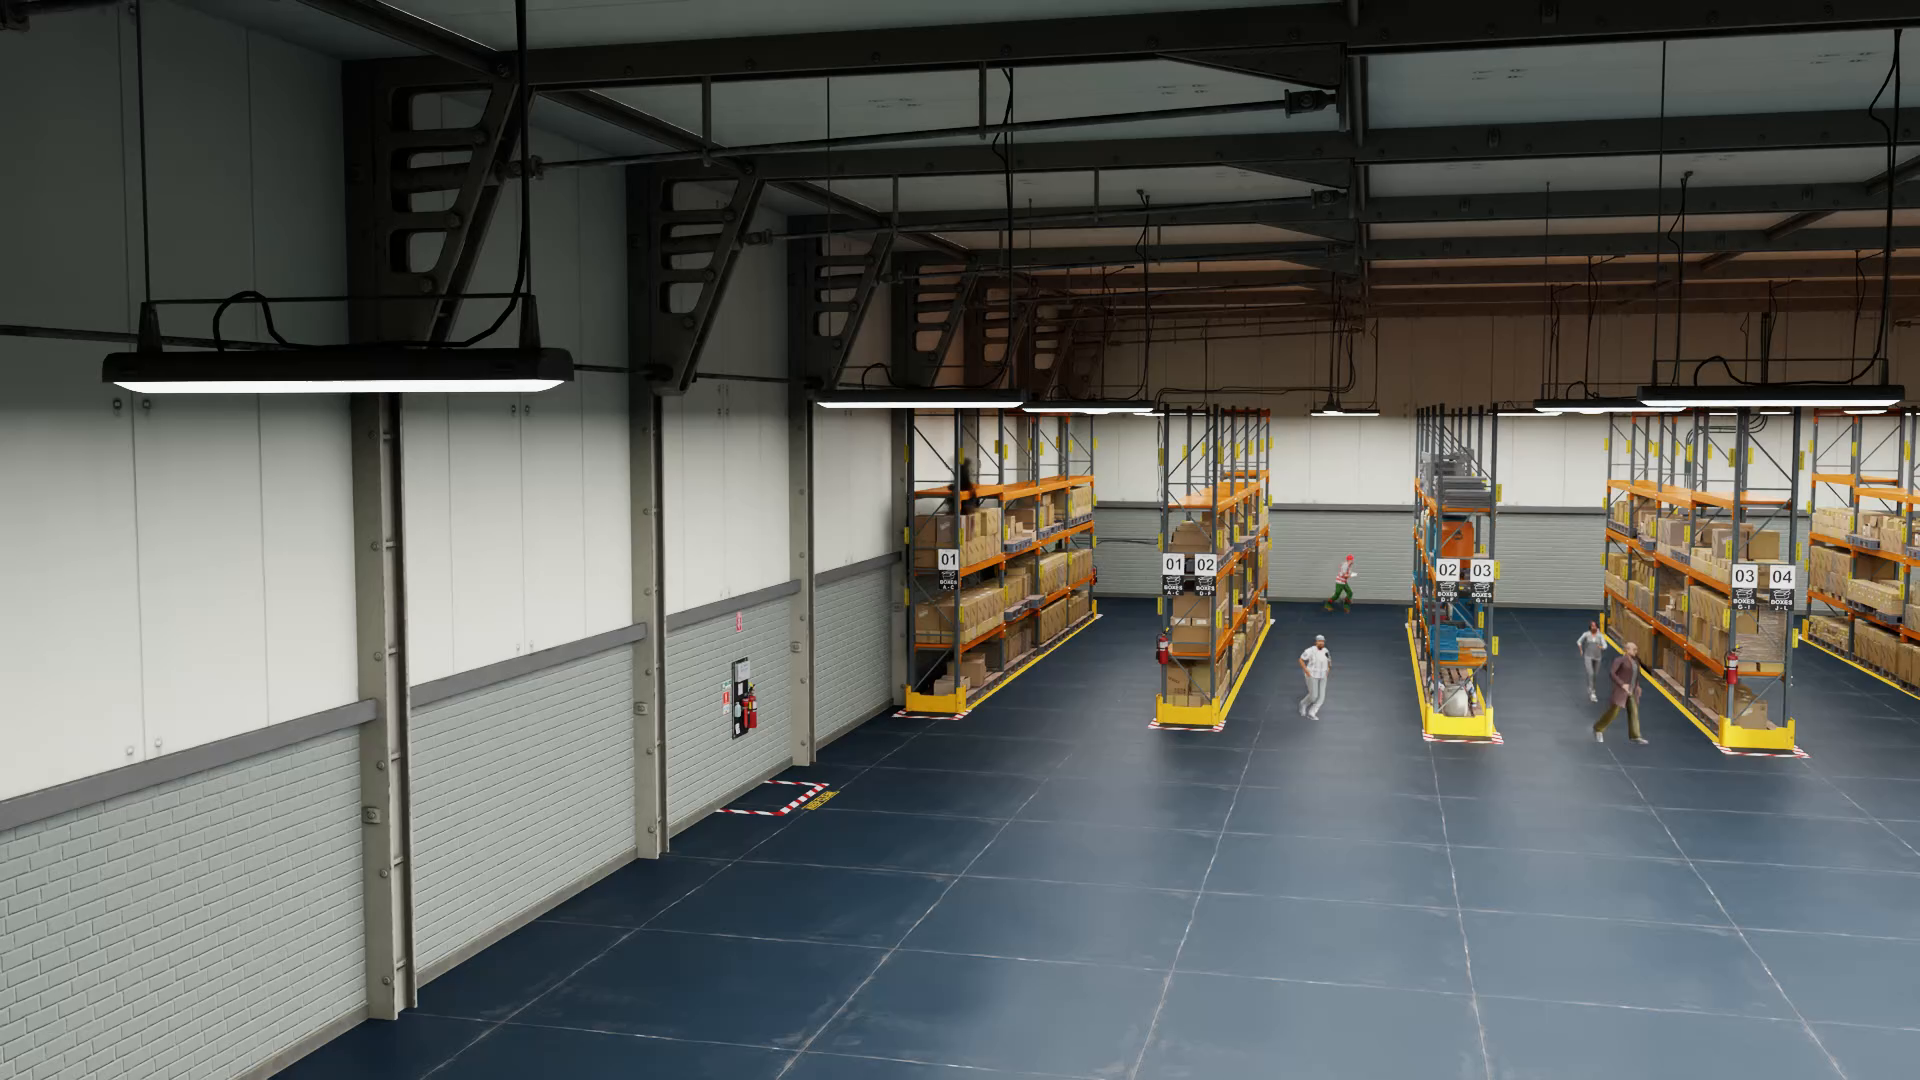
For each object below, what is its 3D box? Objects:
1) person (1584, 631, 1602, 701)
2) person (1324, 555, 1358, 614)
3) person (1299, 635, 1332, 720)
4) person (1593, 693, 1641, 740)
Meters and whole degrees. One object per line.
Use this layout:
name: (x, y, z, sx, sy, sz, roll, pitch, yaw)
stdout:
person: (12.894, 2.546, 33.898, 0.348, 1.367, 0.874, 0, 4, 4)
person: (11.237, 1.320, 49.005, 0.970, 1.776, 0.688, 2, 4, 22)
person: (6.797, 2.611, 31.624, 0.631, 1.618, 0.511, -1, 4, -16)
person: (11.587, 2.982, 29.186, 0.447, 1.013, 0.844, -2, 5, -30)
